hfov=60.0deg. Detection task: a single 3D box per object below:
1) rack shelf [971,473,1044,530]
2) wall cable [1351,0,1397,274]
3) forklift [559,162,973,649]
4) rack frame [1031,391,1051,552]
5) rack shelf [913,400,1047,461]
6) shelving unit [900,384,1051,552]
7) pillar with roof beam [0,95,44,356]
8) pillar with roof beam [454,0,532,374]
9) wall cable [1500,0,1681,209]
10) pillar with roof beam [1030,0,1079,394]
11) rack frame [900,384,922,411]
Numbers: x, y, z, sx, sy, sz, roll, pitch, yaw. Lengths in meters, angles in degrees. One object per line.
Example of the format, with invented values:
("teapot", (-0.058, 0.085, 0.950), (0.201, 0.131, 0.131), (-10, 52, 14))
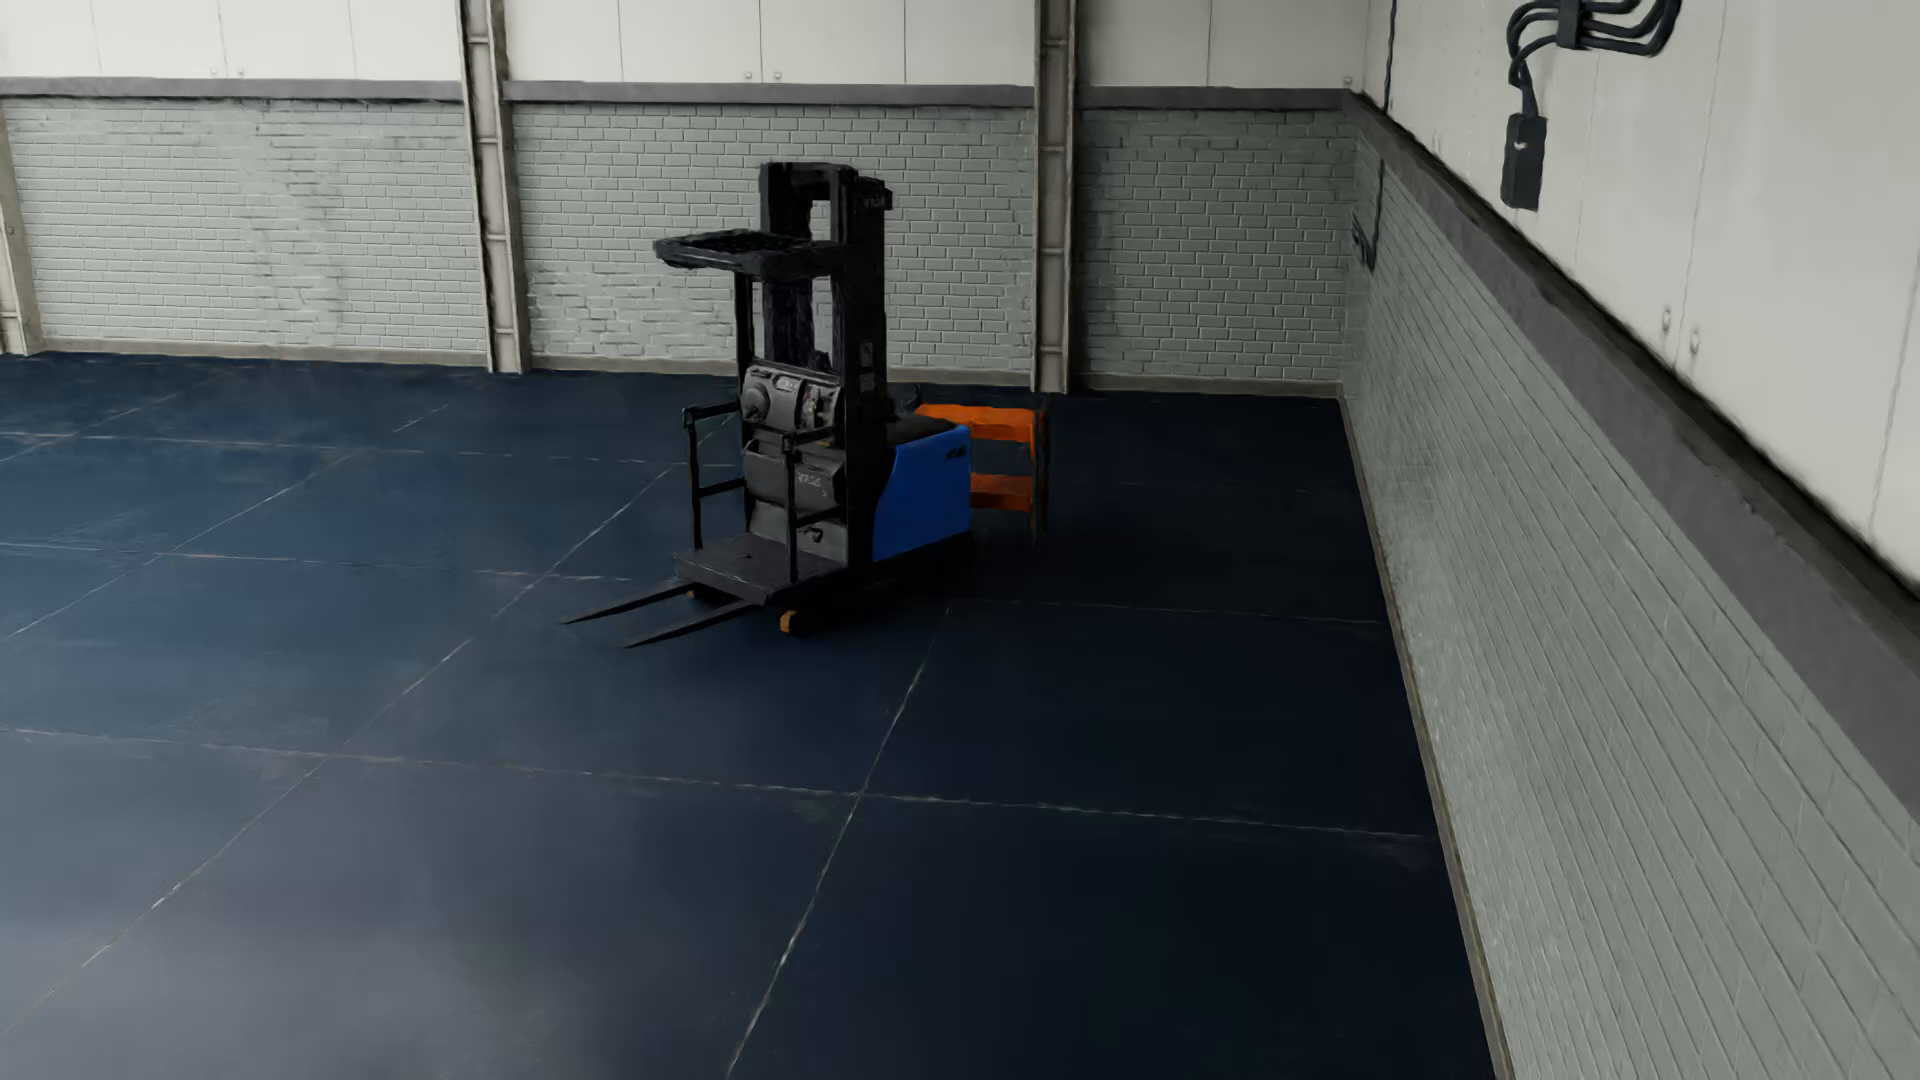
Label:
("rack shelf", (0.121, -0.325, 12.773), (1.000, 0.278, 0.538), (5, 19, 13))
("wall cable", (3.651, -3.808, 14.896), (0.112, 2.526, 3.097), (3, 19, 9))
("forklift", (-1.275, -0.944, 11.005), (1.130, 2.935, 3.031), (16, 25, 40))
("rack frame", (0.614, -0.518, 12.578), (0.032, 1.125, 0.500), (5, 19, 13))
("rack shelf", (0.121, -0.835, 12.602), (1.000, 0.278, 0.538), (5, 19, 13))
("shelving unit", (0.121, -0.557, 12.695), (1.048, 1.125, 0.538), (5, 19, 13))
("pillar with roof beam", (-11.579, -5.098, 13.858), (0.400, 9.000, 9.100), (3, 19, 9))
("pillar with roof beam", (-5.655, -4.796, 12.956), (0.400, 9.000, 9.100), (3, 19, 9))
("wall cable", (2.129, -3.920, 4.977), (0.169, 6.003, 2.305), (3, 19, 9))
("pillar with roof beam", (0.269, -4.494, 12.053), (0.400, 9.000, 9.100), (3, 19, 9))
("rack frame", (-0.372, -0.596, 12.812), (0.032, 1.125, 0.500), (5, 19, 13))
